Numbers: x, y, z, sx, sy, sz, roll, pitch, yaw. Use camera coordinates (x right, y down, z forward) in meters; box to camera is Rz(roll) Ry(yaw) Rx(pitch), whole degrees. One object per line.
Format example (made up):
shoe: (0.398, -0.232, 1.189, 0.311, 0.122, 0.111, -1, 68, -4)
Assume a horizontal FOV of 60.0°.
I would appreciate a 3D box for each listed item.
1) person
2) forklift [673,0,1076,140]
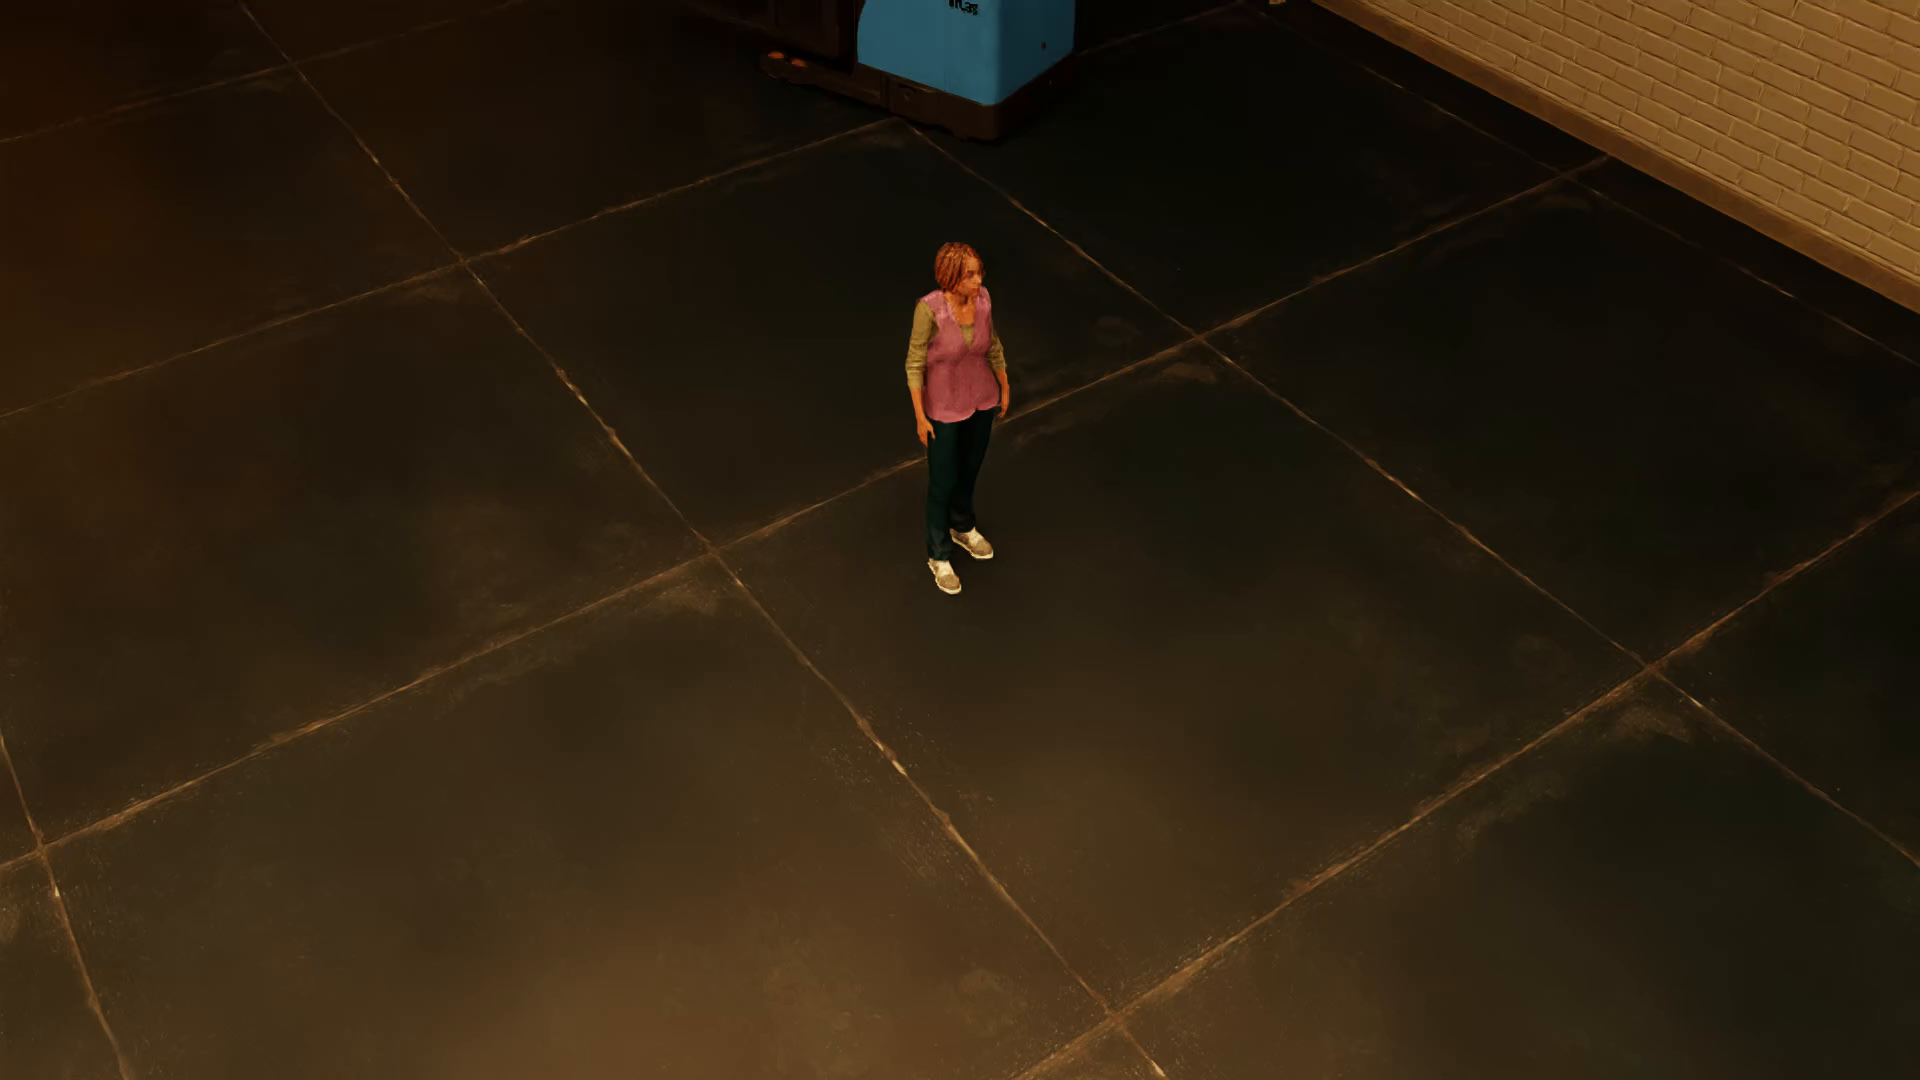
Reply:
person: (0.031, -0.512, 7.313, 0.520, 1.506, 0.474, -25, 48, -25)
forklift: (-0.736, -4.406, 10.496, 3.031, 2.935, 1.130, 25, 48, 25)
